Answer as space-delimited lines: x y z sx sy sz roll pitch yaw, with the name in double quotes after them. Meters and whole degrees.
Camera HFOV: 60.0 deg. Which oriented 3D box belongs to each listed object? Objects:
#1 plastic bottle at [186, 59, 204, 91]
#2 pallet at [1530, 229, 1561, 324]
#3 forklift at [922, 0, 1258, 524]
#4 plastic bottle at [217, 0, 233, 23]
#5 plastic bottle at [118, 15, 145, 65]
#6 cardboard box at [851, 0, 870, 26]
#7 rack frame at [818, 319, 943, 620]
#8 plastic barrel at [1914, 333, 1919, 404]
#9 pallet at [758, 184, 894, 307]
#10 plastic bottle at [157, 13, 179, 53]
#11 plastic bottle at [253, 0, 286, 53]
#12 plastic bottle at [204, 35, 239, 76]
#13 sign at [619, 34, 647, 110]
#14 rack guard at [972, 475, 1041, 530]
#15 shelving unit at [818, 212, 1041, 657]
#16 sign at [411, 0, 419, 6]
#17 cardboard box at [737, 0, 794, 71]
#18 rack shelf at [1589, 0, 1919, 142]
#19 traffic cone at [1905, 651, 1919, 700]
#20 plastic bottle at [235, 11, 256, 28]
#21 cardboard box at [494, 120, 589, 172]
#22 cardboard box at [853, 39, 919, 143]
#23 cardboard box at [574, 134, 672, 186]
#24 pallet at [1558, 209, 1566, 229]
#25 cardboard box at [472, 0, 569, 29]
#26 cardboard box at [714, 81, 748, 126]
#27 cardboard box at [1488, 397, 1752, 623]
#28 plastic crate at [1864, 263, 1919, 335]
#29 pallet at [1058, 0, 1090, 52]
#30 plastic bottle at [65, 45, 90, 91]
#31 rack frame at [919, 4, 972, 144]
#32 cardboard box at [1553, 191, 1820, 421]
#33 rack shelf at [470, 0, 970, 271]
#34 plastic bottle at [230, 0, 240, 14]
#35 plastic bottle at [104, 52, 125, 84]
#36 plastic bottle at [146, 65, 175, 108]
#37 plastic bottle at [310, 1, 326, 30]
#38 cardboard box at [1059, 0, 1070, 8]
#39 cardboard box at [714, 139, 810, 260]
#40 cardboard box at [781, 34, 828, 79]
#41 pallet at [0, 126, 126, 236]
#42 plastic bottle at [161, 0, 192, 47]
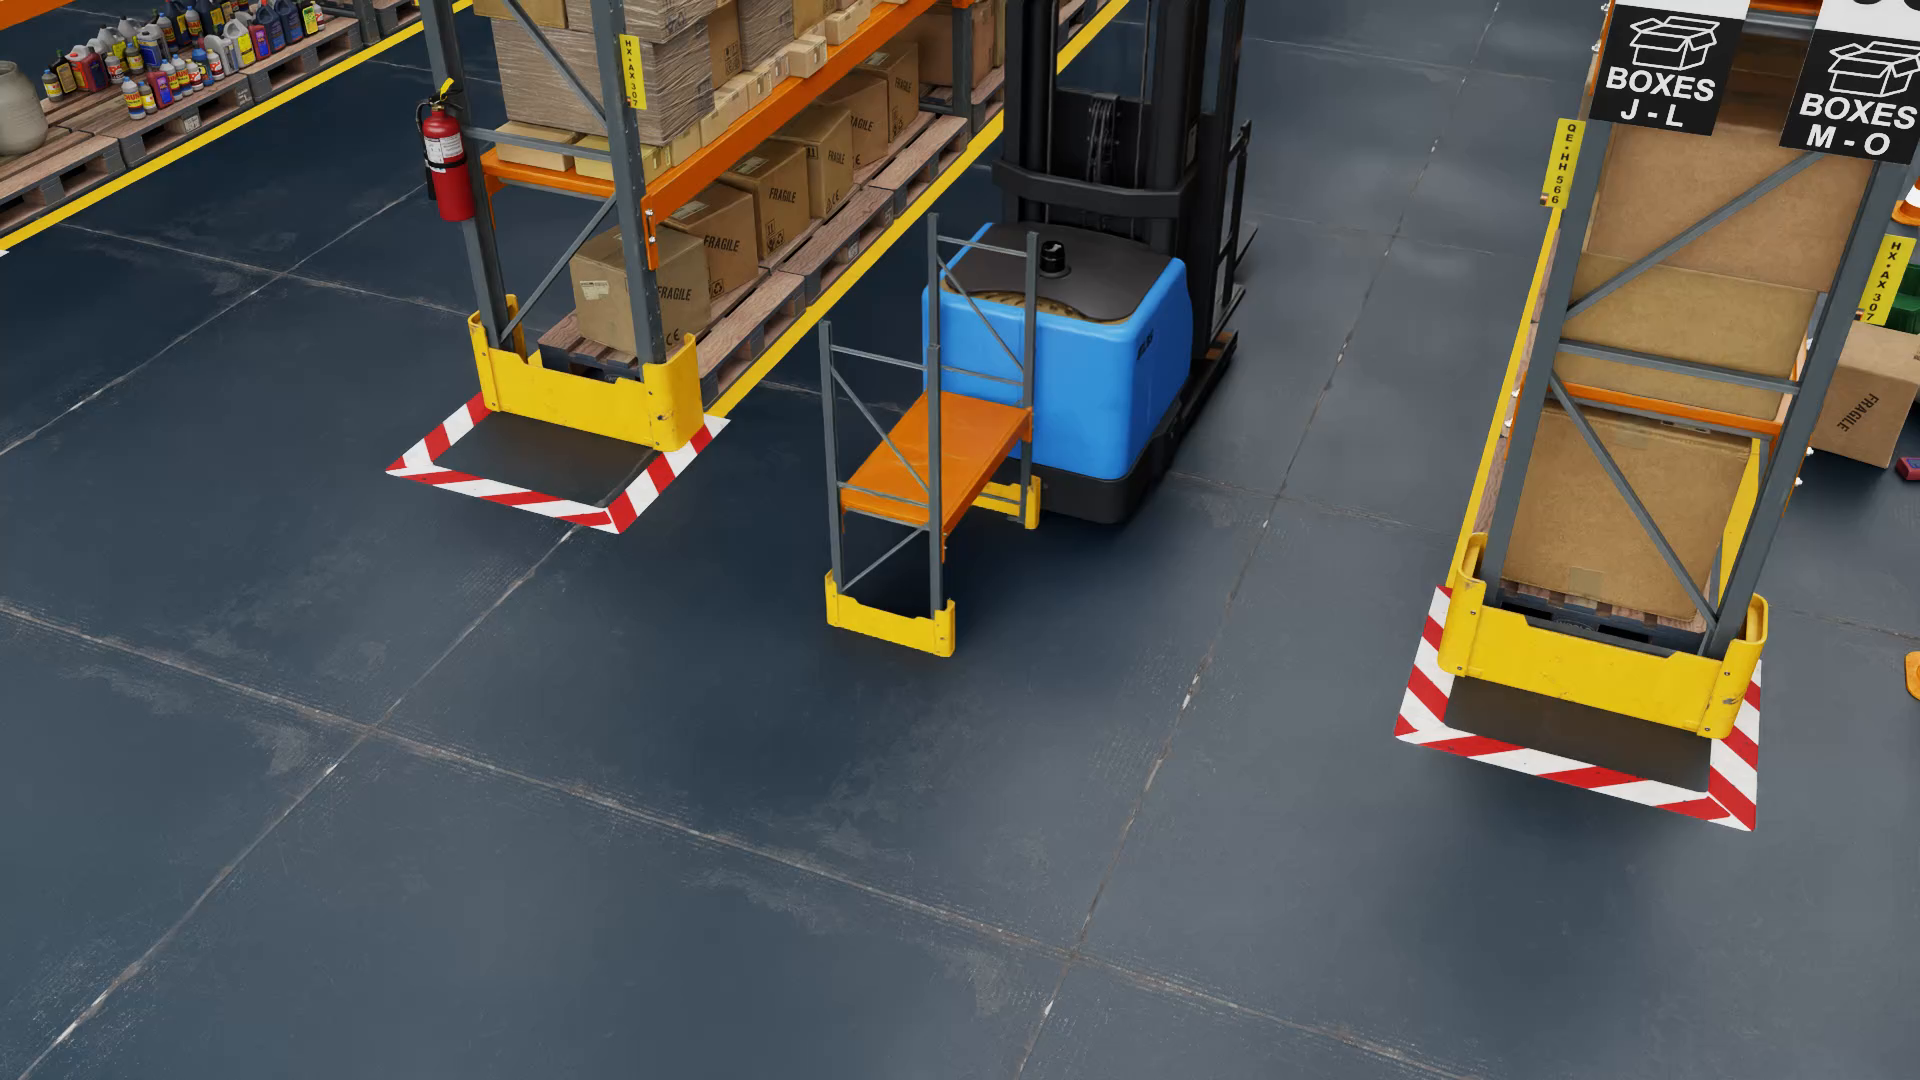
-5.326 -3.233 11.540 0.097 0.201 0.097 0 37 0 "plastic bottle"
3.779 -1.325 9.347 1.003 0.211 1.213 14 39 18 "pallet"
0.861 -2.128 8.149 1.130 2.935 3.031 15 39 19 "forklift"
-5.514 -3.962 12.446 0.061 0.283 0.133 14 39 18 "plastic bottle"
-5.913 -3.582 11.882 0.144 0.351 0.185 14 39 17 "plastic bottle"
-0.739 -3.064 9.553 0.380 0.149 0.250 14 39 18 "cardboard box"
-0.307 -0.178 6.735 0.500 1.500 0.032 15 39 19 "rack frame"
5.127 -0.836 8.515 0.421 0.421 0.512 -17 40 -22 "plastic barrel"
-1.094 -1.856 10.057 1.003 0.211 1.213 14 39 18 "pallet"
-5.772 -3.696 12.101 0.097 0.271 0.097 0 37 0 "plastic bottle"
-5.040 -3.746 12.101 0.144 0.351 0.185 12 38 15 "plastic bottle"
-5.228 -3.448 11.765 0.152 0.276 0.135 15 39 19 "plastic bottle"
-1.428 -2.040 7.250 0.100 0.325 0.005 14 39 18 "sign"
0.096 -0.235 7.856 0.587 0.250 0.087 15 39 19 "rack guard"
-0.102 -0.462 7.116 0.587 1.500 1.083 15 39 19 "shelving unit"
-2.436 -2.544 7.417 0.100 0.325 0.005 14 39 18 "sign"
-1.386 -2.845 8.719 0.875 0.500 0.500 14 39 18 "cardboard box"
3.379 -2.651 6.887 1.077 0.370 4.000 14 39 18 "rack shelf"
4.134 0.415 6.808 0.336 0.463 0.334 14 39 18 "traffic cone"
-5.187 -3.736 12.150 0.152 0.276 0.135 14 39 18 "plastic bottle"
-2.012 -1.921 8.024 0.380 0.149 0.250 14 39 18 "cardboard box"
-0.597 -2.986 10.976 0.500 0.500 0.500 13 39 16 "cardboard box"
-1.601 -1.819 7.888 0.380 0.149 0.250 14 39 18 "cardboard box"
4.364 -2.173 10.480 1.003 0.211 1.213 14 39 18 "pallet"
-1.949 -2.737 7.739 0.500 0.500 0.500 14 39 18 "cardboard box"
-1.303 -2.231 8.440 0.380 0.149 0.250 14 39 18 "cardboard box"
2.815 -0.338 7.121 0.875 0.875 0.875 14 39 18 "cardboard box"
5.286 -1.347 9.348 0.662 0.188 0.450 -25 33 -29 "plastic crate"
0.350 -4.023 12.956 1.003 0.211 1.213 14 39 18 "pallet"
-6.096 -3.280 11.540 0.152 0.276 0.135 14 39 18 "plastic bottle"
-0.408 -4.031 10.638 1.000 3.000 0.127 14 39 18 "rack frame"
2.718 -0.906 6.332 0.875 0.550 0.550 14 39 18 "cardboard box"
-1.169 -2.636 9.372 1.077 0.370 4.000 14 39 18 "rack shelf"
-5.554 -4.082 12.675 0.097 0.201 0.097 0 37 0 "plastic bottle"
-5.921 -3.309 11.641 0.097 0.201 0.097 0 37 0 "plastic bottle"
-5.429 -3.087 11.276 0.061 0.283 0.133 14 39 18 "plastic bottle"
-4.838 -3.943 12.489 0.097 0.201 0.097 0 37 0 "plastic bottle"
0.469 -4.420 12.878 0.700 0.500 0.500 17 40 21 "cardboard box"
-1.225 -2.006 9.666 0.500 0.500 0.500 18 40 22 "cardboard box"
-0.941 -2.628 8.970 0.380 0.149 0.250 14 39 18 "cardboard box"
-6.211 -2.329 10.690 1.003 0.211 1.213 14 39 18 "pallet"
-5.751 -3.818 12.197 0.144 0.351 0.185 12 38 16 "plastic bottle"
